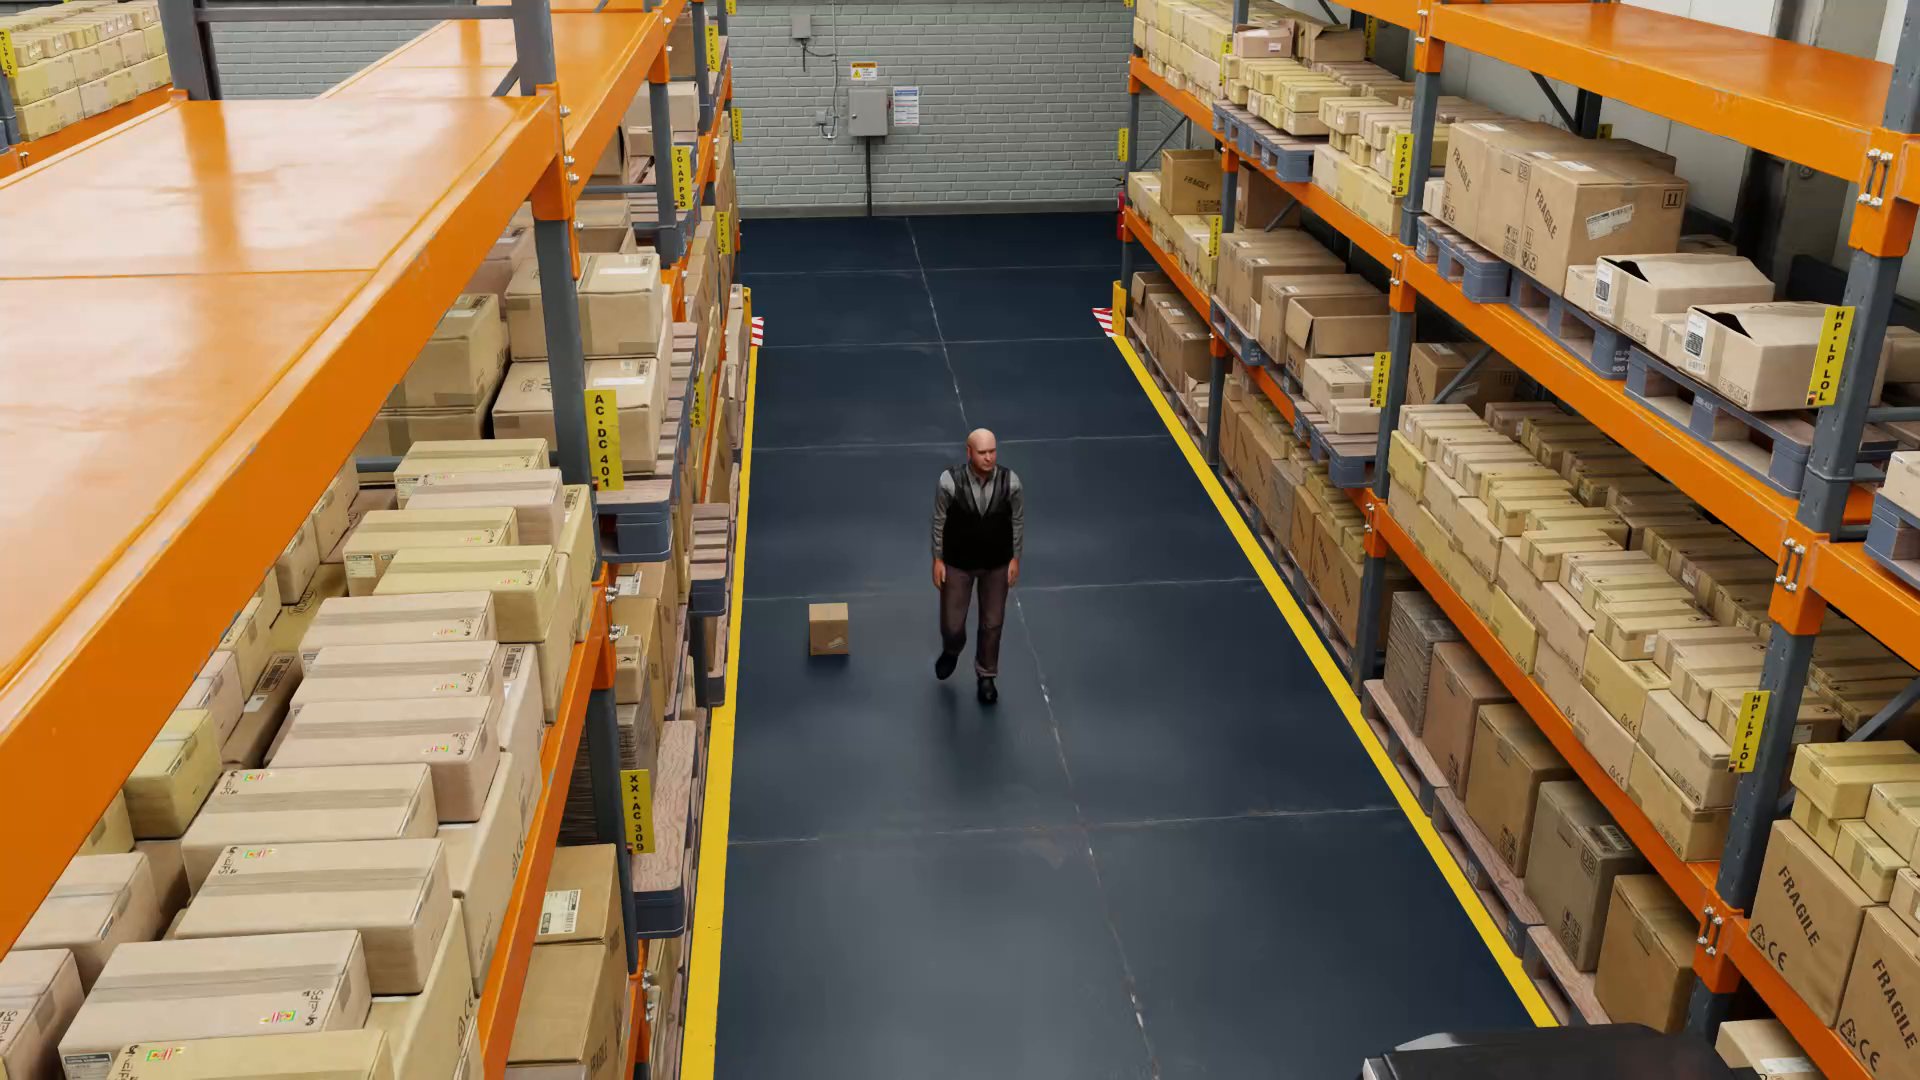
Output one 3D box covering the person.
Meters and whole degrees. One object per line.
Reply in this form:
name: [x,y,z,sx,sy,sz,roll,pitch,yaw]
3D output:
person: [0.100,0.123,10.009,0.562,1.720,0.488,-4,24,-9]
